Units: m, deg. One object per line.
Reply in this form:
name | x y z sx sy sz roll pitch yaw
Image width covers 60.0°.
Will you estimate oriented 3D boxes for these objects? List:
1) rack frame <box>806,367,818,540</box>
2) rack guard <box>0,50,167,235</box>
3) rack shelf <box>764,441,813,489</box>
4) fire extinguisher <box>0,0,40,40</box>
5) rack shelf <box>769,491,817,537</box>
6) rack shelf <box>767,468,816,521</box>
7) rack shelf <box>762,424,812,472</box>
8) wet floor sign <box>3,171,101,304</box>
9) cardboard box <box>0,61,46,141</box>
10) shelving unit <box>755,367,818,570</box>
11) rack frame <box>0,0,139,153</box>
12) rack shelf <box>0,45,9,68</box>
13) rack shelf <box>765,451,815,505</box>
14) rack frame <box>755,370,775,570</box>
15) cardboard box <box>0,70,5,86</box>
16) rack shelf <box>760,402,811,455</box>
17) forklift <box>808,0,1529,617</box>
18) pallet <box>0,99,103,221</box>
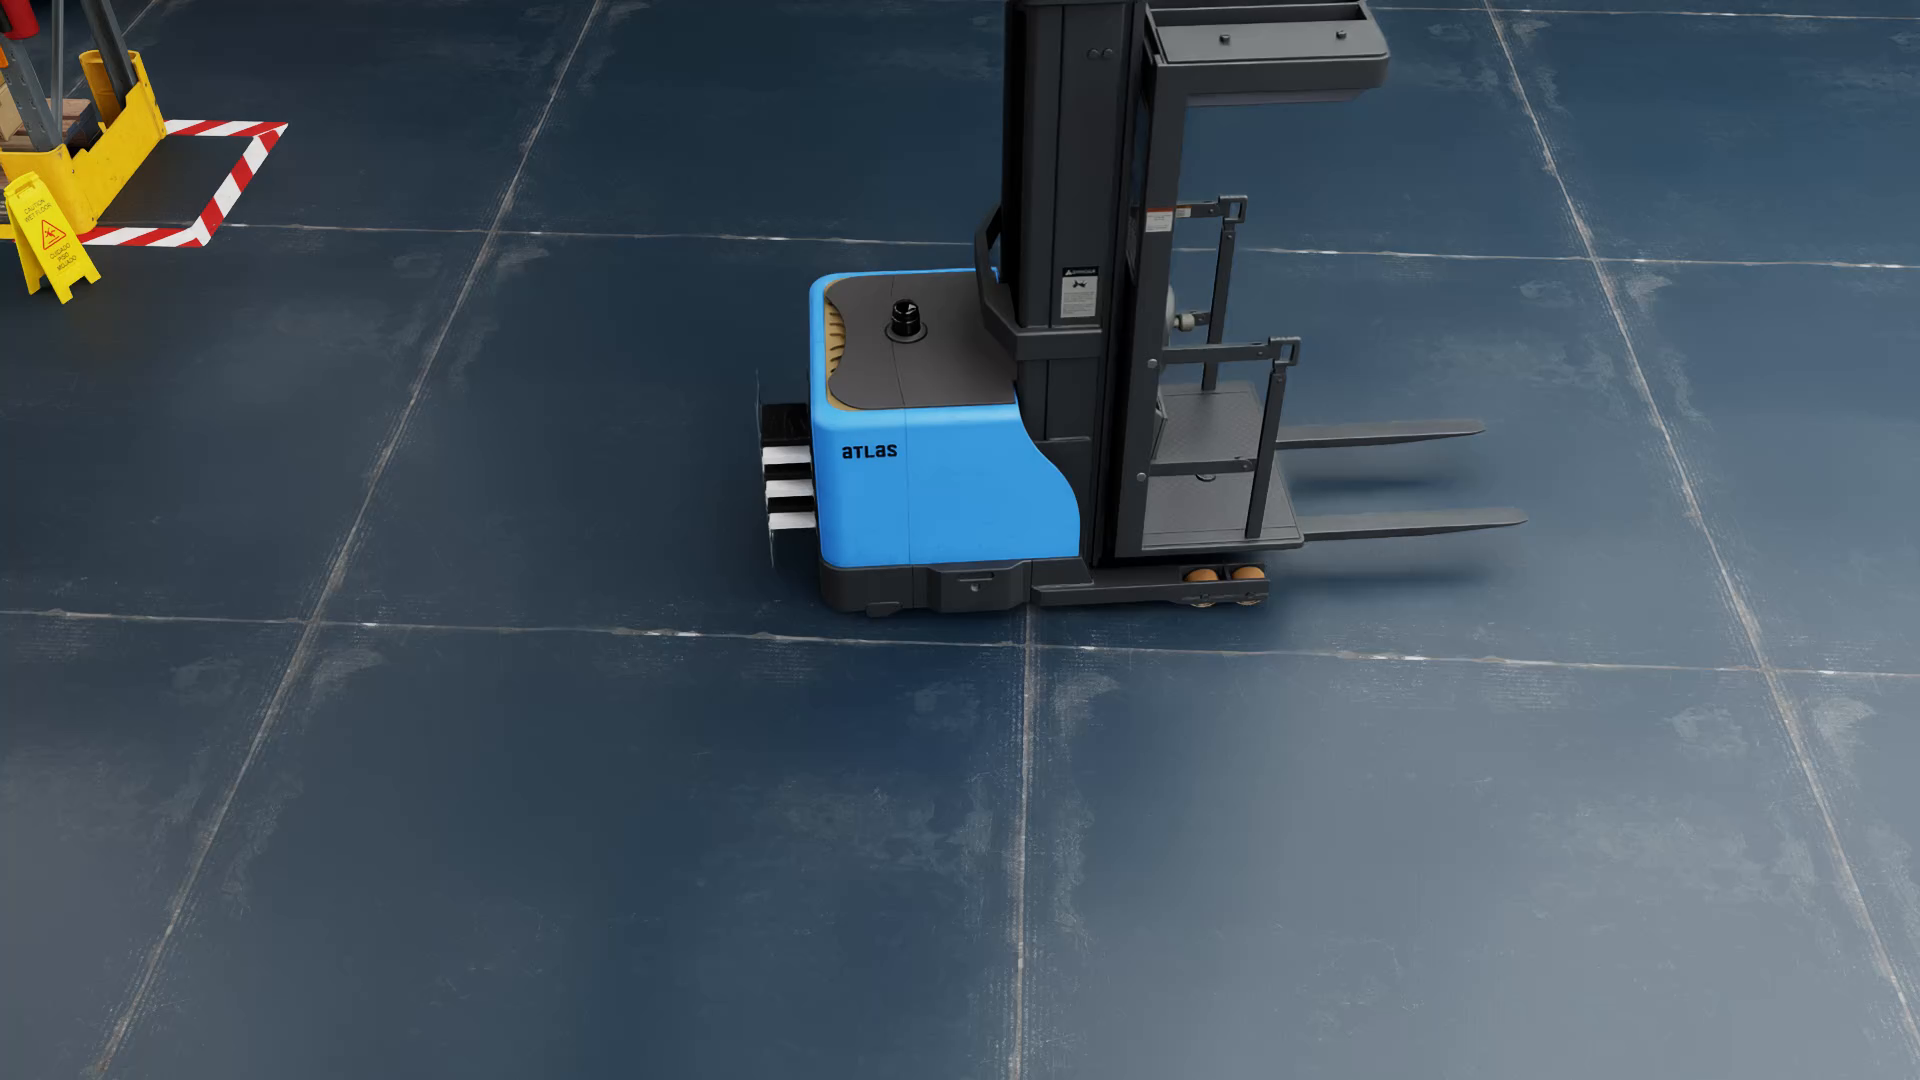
rack frame | -0.614 -0.292 6.989 0.006 0.900 0.240 -3 43 -3
rack guard | -4.937 -2.260 9.394 0.348 0.500 1.175 2 43 2
rack shelf | -0.715 -0.329 6.945 0.200 0.077 0.258 -3 43 -3
fire extinguisher | -4.768 -2.826 8.225 0.183 0.674 0.296 2 43 2
rack shelf | -0.715 -0.131 7.129 0.200 0.077 0.258 -3 43 -3
rack shelf | -0.715 -0.197 7.067 0.200 0.077 0.258 -3 43 -3
rack shelf | -0.715 -0.394 6.883 0.200 0.077 0.258 -3 43 -3
wet floor sign | -4.720 -1.576 8.554 0.232 0.644 0.267 16 45 16
cardboard box | -5.655 -2.533 9.563 0.500 0.250 0.500 1 43 2
shelving unit | -0.715 -0.287 6.983 0.210 0.900 0.258 -3 43 -3
rack frame | -4.861 -3.172 8.540 0.127 3.000 1.000 2 43 2
rack shelf | -6.859 -2.970 8.851 4.000 0.370 1.077 2 43 2
rack shelf | -0.715 -0.263 7.006 0.200 0.077 0.258 -3 43 -3
rack frame | -0.817 -0.282 6.978 0.006 0.900 0.240 -3 43 -3
cardboard box | -5.679 -2.807 9.307 0.500 0.500 0.500 0 43 0
rack shelf | -0.715 -0.460 6.822 0.200 0.077 0.258 -3 43 -3
forklift | 0.900 -1.148 6.417 3.031 2.935 1.130 -3 43 -3
pallet | -5.747 -2.203 9.545 1.213 0.211 1.003 2 43 2
